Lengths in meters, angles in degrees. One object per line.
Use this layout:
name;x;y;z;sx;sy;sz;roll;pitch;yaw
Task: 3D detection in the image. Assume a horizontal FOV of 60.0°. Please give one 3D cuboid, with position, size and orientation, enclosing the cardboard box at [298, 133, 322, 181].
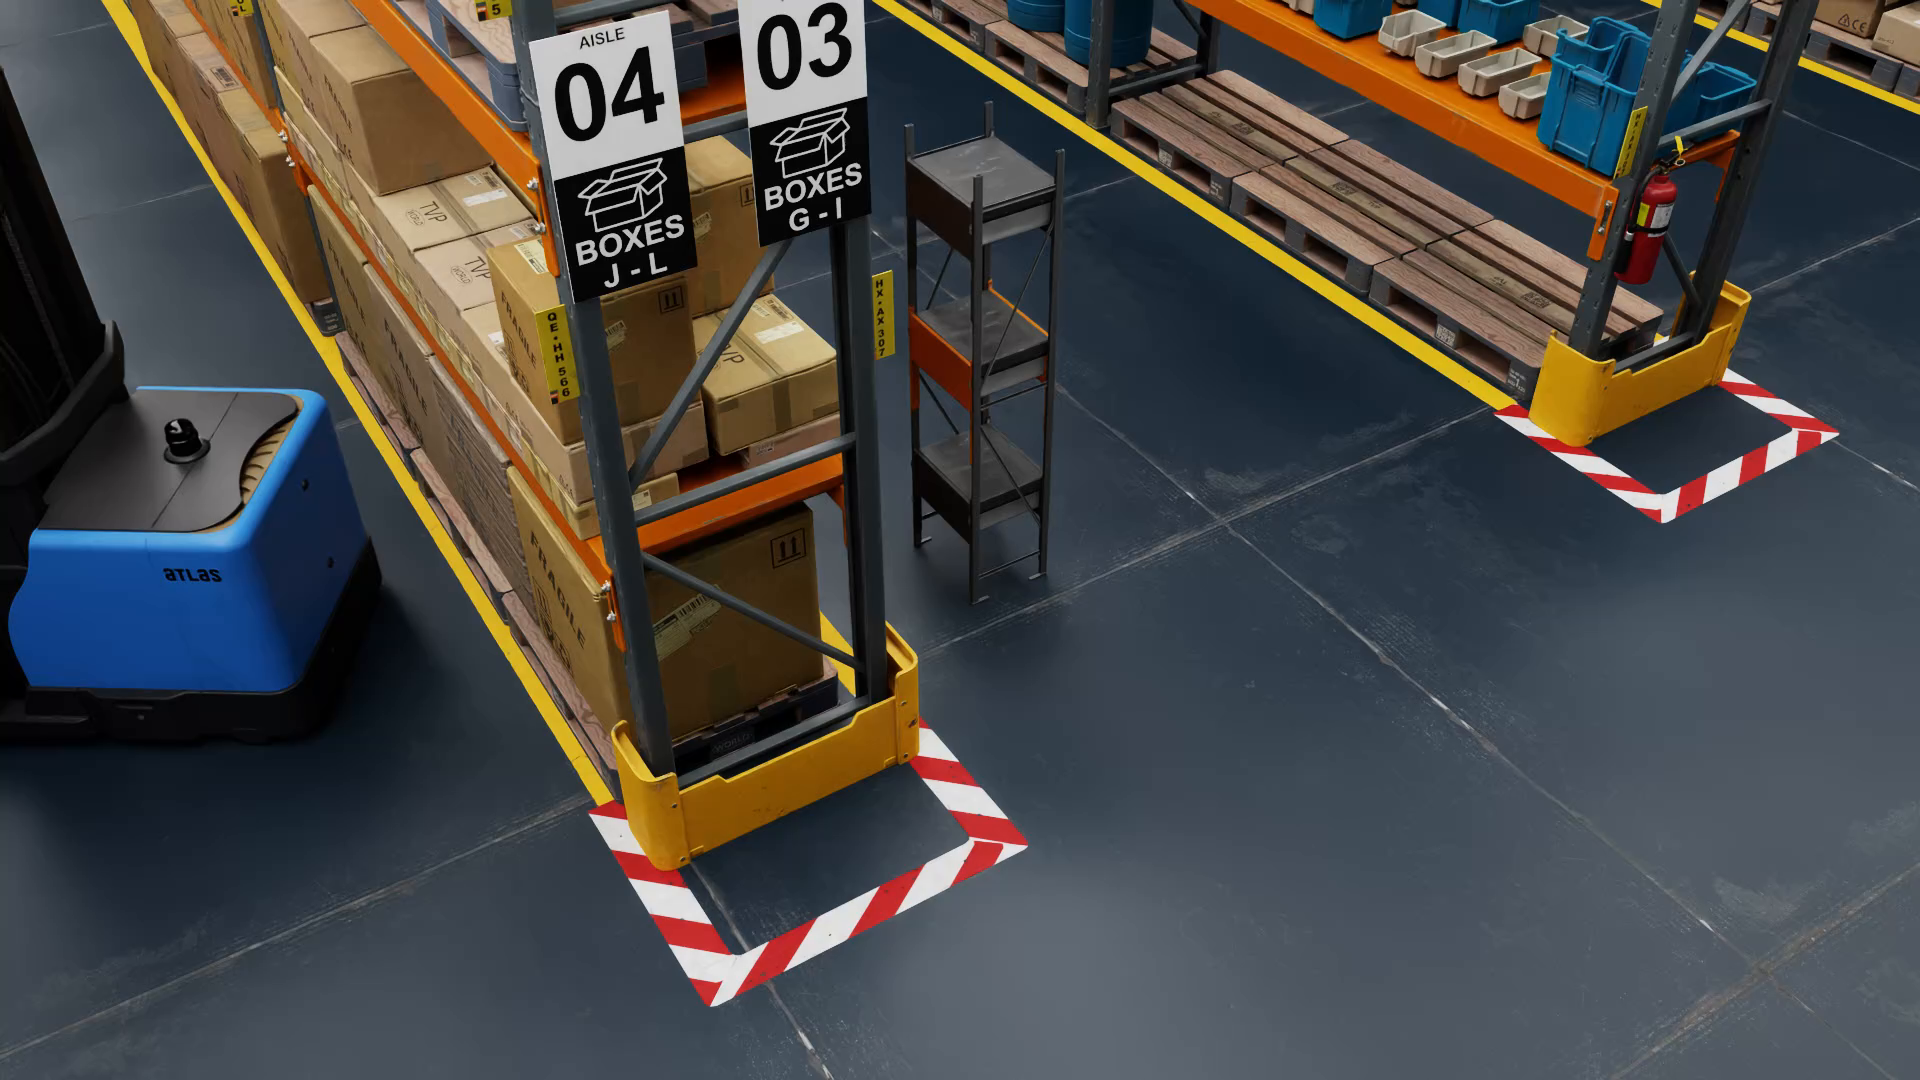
cardboard box;-2.867;-1.843;7.815;0.380;0.149;0.250;-24;45;-26

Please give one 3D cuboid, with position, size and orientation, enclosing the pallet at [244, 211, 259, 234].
pallet;-4.025;-2.334;10.386;1.003;0.211;1.213;-22;45;-24

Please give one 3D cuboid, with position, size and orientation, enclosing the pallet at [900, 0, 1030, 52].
pallet;0.249;-4.079;12.481;1.003;0.211;1.213;-22;45;-24

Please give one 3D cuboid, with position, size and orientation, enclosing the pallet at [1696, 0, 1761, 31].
pallet;5.836;-4.321;12.771;1.003;0.211;1.213;-22;45;-24

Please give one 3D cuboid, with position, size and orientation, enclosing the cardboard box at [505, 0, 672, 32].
cardboard box;-1.061;-1.850;4.799;0.700;0.500;0.500;-25;46;-27

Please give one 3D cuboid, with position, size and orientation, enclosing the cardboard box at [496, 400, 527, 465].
cardboard box;-1.481;-0.456;6.150;0.380;0.149;0.250;-22;45;-24

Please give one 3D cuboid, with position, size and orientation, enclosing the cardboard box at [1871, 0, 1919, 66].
cardboard box;6.633;-3.449;11.350;0.500;0.250;0.500;-22;45;-24

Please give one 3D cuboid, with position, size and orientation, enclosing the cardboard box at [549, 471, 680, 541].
cardboard box;-1.205;-0.179;5.818;0.380;0.149;0.250;-21;44;-24

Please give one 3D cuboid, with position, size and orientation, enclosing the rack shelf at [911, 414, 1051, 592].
rack shelf;0.089;-0.169;7.427;0.431;0.518;0.480;-22;45;-24

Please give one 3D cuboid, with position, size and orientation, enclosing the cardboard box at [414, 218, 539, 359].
cardboard box;-1.767;-0.972;6.459;0.500;0.250;0.500;-24;45;-26

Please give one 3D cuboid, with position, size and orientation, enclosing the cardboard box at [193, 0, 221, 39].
cardboard box;-3.916;-3.102;9.051;0.500;0.500;0.500;-23;45;-25

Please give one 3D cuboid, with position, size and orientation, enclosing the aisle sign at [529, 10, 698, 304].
aisle sign;-0.950;-1.054;4.640;0.394;0.787;0.004;-22;45;-24

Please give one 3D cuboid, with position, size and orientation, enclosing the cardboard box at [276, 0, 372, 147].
cardboard box;-2.587;-2.086;7.209;0.500;0.500;0.500;-22;45;-24

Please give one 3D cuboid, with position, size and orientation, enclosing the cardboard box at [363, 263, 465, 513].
cardboard box;-2.116;-0.831;7.736;0.875;0.875;0.875;-22;45;-24

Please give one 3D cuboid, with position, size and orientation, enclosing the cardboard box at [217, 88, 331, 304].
cardboard box;-3.248;-2.040;9.186;1.225;0.875;0.875;-22;45;-24

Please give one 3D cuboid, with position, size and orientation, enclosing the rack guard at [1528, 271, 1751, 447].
rack guard;3.464;-0.933;8.479;1.175;0.500;0.348;-22;45;-24

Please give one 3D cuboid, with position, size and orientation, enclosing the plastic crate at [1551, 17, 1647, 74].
plastic crate;3.231;-2.462;8.446;0.416;0.233;0.300;-22;45;-24

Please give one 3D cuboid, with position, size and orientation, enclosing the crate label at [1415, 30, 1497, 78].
crate label;2.535;-2.505;8.572;0.396;0.136;0.243;-22;45;-24

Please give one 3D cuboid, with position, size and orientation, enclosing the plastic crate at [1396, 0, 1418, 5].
plastic crate;2.479;-3.146;9.342;0.293;0.136;0.466;-22;45;-24

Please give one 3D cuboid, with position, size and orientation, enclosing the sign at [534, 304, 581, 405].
sign;-1.201;-0.553;4.982;0.100;0.325;0.005;-22;45;-24

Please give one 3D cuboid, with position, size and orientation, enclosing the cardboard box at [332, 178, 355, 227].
cardboard box;-2.582;-1.560;7.475;0.380;0.149;0.250;-23;45;-26

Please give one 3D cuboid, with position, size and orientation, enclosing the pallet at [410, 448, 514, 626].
pallet;-1.884;-0.188;7.811;1.003;0.211;1.213;-22;45;-24

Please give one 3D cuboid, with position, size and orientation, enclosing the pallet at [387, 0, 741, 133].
pallet;-1.144;-1.712;5.187;1.003;0.211;1.213;-22;45;-24

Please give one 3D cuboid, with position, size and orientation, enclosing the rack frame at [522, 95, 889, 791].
rack frame;-0.736;-0.197;5.643;1.000;3.000;0.127;-22;45;-24

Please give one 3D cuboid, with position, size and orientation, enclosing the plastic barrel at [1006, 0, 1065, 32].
plastic barrel;0.630;-4.098;11.635;0.600;0.901;0.708;-22;45;-24

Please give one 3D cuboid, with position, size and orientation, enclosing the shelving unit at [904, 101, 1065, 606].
shelving unit;0.089;-0.717;6.971;0.431;2.100;0.503;-22;45;-24

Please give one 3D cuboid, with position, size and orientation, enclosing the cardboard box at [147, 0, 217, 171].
cardboard box;-4.211;-2.997;10.335;1.225;0.875;0.875;-22;45;-24

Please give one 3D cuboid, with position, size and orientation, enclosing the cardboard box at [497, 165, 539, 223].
cardboard box;-1.604;-1.436;7.015;0.500;0.250;0.500;-23;45;-25

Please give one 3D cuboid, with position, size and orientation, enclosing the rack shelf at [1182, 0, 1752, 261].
rack shelf;2.364;-2.705;9.215;1.077;0.370;4.000;-22;45;-24

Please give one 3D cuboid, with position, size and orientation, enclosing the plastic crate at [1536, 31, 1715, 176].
plastic crate;3.102;-2.055;7.798;0.616;0.435;0.499;-22;45;-24

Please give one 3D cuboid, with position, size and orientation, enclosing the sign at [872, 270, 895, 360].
sign;-0.265;-0.748;5.566;0.100;0.325;0.005;-22;45;-24

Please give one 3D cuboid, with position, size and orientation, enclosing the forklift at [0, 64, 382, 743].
forklift;-4.106;-0.646;6.236;3.031;2.935;1.130;1;40;2

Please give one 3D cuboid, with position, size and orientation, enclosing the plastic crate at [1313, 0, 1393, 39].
plastic crate;2.119;-2.881;8.948;0.416;0.233;0.300;-22;45;-24

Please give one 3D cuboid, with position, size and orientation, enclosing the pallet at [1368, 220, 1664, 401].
pallet;3.029;-1.289;9.132;1.003;0.211;1.213;-22;45;-24

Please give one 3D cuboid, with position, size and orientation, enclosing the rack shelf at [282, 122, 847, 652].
rack shelf;-1.812;-1.000;7.169;1.077;0.370;4.000;-22;45;-24

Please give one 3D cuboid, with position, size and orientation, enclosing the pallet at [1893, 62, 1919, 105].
pallet;7.148;-3.004;11.191;1.003;0.211;1.213;-22;45;-24

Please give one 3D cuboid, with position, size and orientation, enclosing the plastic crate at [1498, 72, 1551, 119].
plastic crate;2.849;-2.201;8.208;0.396;0.136;0.243;-22;45;-24

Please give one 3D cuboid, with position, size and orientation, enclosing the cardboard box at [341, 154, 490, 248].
cardboard box;-2.309;-1.521;7.117;0.500;0.250;0.500;-21;44;-23

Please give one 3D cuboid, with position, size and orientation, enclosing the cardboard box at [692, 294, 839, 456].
cardboard box;-0.767;-0.606;6.018;0.500;0.250;0.500;-23;45;-25

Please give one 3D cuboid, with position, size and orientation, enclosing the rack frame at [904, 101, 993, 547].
rack frame;-0.042;-0.849;7.129;0.400;2.100;0.015;-22;45;-24

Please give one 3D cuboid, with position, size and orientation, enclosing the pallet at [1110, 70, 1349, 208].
pallet;1.717;-2.606;10.712;1.003;0.211;1.213;-22;45;-24

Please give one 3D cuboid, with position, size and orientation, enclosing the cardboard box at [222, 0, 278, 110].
cardboard box;-3.369;-2.553;8.392;0.500;0.500;0.500;-22;45;-24

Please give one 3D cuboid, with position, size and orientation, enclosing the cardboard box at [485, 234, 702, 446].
cardboard box;-1.220;-0.714;5.563;0.500;0.500;0.500;-22;44;-24

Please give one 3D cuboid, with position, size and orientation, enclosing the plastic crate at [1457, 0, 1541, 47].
plastic crate;2.877;-2.818;8.872;0.416;0.233;0.300;-22;45;-24

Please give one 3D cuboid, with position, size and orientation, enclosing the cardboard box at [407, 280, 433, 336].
cardboard box;-2.027;-1.004;6.808;0.380;0.149;0.250;-21;44;-24

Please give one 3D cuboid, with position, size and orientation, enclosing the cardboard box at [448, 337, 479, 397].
cardboard box;-1.756;-0.730;6.479;0.380;0.149;0.250;-23;45;-25

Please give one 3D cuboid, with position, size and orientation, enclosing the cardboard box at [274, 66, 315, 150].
cardboard box;-2.855;-2.069;7.774;0.500;0.250;0.500;-23;45;-25

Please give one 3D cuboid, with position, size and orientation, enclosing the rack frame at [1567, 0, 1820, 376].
rack frame;3.440;-1.902;7.689;1.000;3.000;0.127;-22;45;-24

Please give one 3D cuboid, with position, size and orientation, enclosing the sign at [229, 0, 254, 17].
sign;-3.339;-2.578;7.658;0.100;0.325;0.005;-22;45;-24

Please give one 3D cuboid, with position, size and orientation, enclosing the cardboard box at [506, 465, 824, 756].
cardboard box;-1.148;0.140;6.570;0.875;0.875;0.875;-22;45;-24

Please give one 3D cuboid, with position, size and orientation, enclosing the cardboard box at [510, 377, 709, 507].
cardboard box;-1.220;-0.424;5.800;0.500;0.250;0.500;-23;45;-25

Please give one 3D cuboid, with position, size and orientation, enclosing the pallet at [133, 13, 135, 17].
pallet;-5.457;-3.866;12.224;1.003;0.211;1.213;-22;45;-24

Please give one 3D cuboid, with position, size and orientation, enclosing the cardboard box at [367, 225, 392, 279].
cardboard box;-2.311;-1.286;7.146;0.380;0.149;0.250;-22;44;-24
